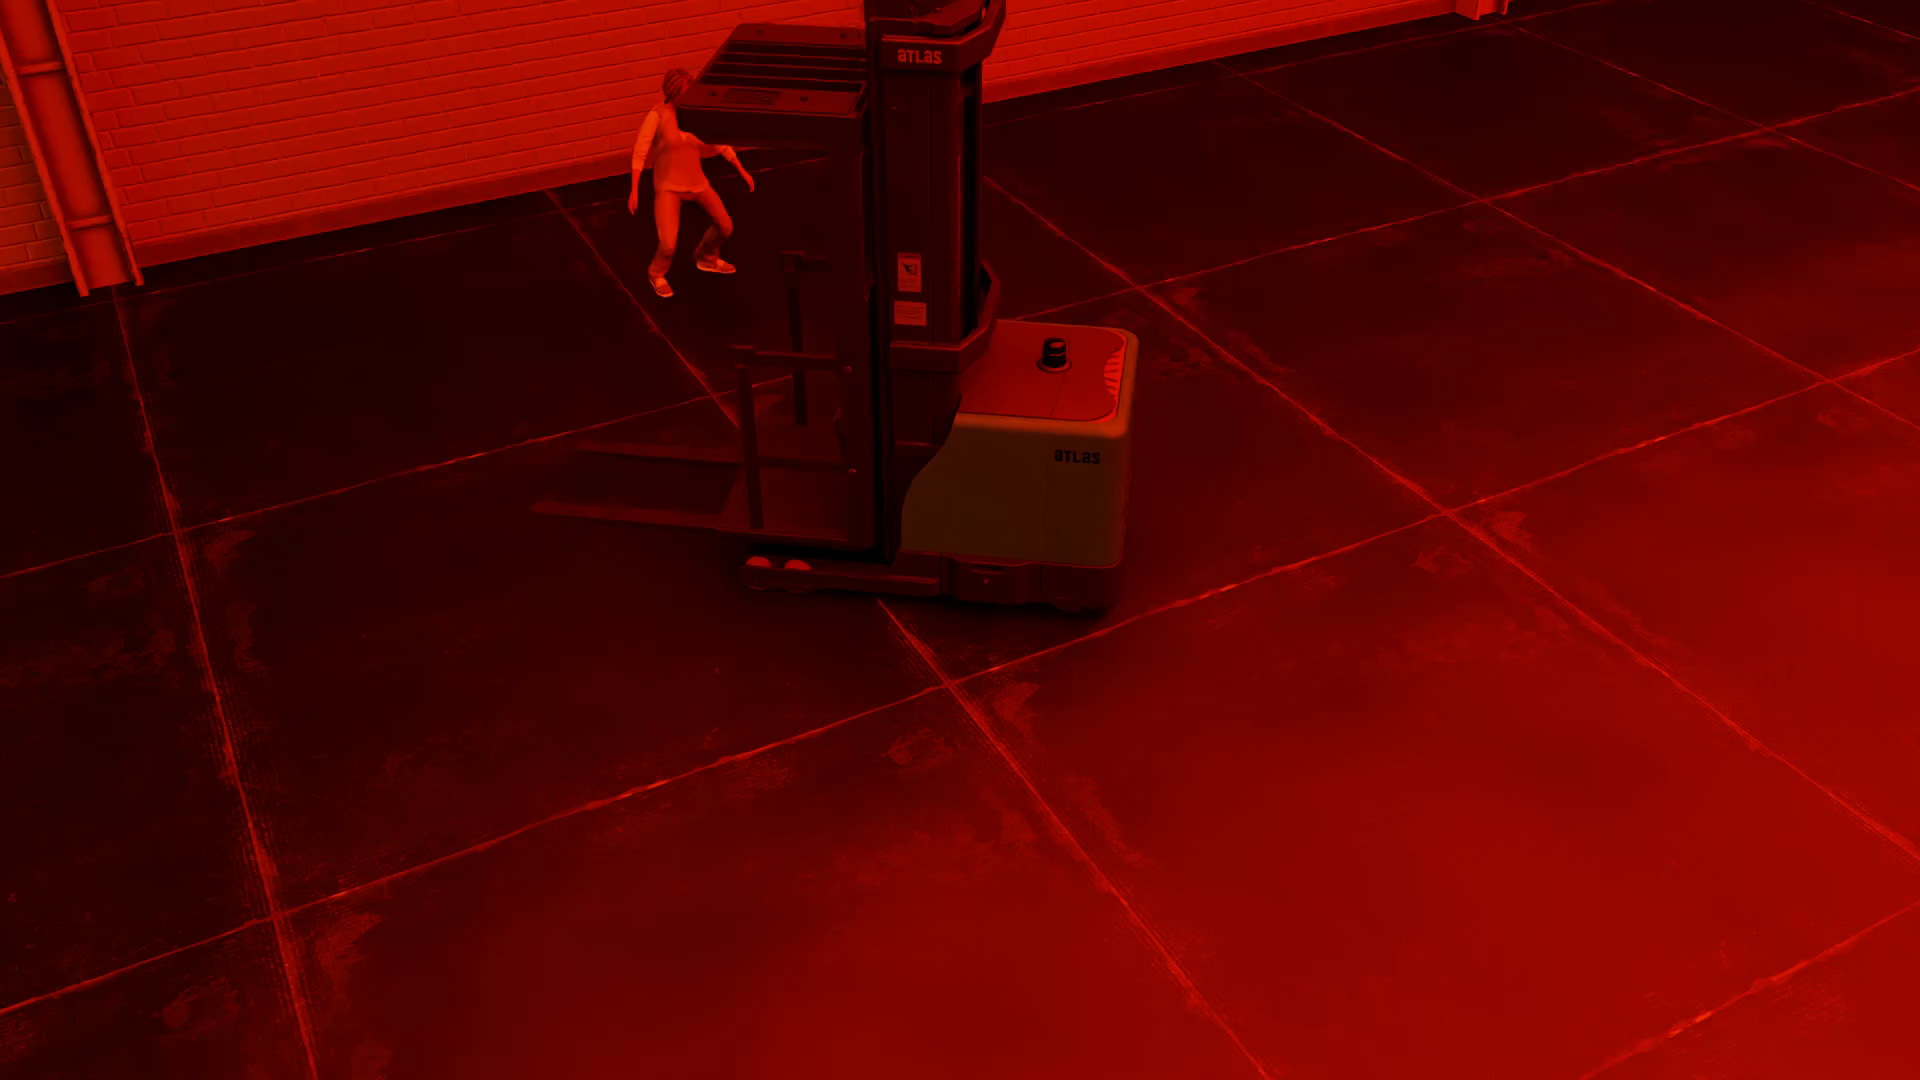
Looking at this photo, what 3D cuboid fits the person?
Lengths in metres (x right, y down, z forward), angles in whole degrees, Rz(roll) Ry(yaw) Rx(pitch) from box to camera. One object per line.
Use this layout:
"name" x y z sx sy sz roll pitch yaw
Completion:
"person" -1.742 -2.256 10.595 0.801 1.483 0.574 -20 40 -26

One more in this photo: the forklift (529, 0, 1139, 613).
"forklift" -0.658 -1.227 7.859 3.031 2.935 1.130 5 36 7
